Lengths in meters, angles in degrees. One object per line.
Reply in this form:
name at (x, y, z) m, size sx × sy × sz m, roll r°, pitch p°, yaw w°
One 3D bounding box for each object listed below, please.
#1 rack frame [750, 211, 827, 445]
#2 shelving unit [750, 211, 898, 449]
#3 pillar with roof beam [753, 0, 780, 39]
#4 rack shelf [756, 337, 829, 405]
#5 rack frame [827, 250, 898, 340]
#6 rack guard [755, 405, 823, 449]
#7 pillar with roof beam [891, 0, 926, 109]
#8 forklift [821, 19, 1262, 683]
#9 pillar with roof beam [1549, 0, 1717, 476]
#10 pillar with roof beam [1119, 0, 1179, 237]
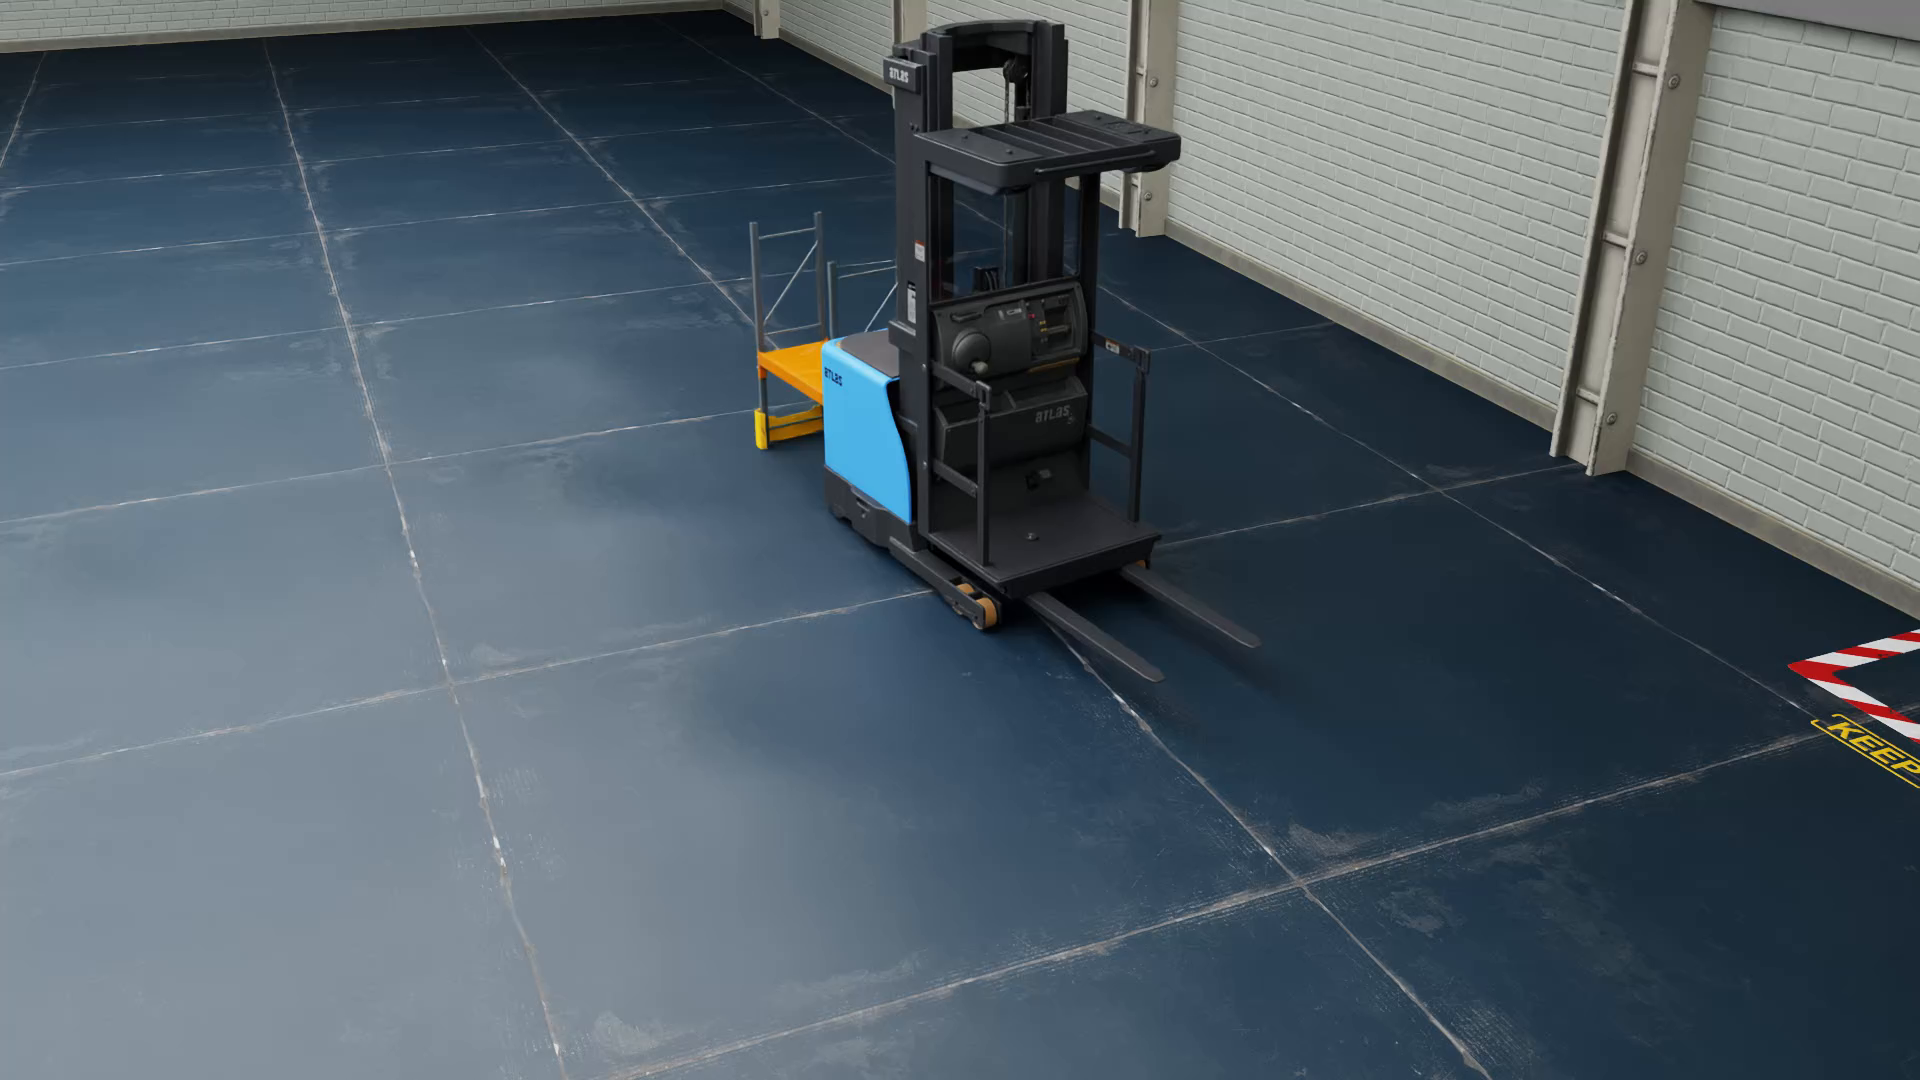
rack frame at (-1.098, -1.363, 10.833) m, size 0.500 × 1.500 × 0.032 m, roll -16°, pitch 30°, yaw -29°
shelving unit at (-0.819, -1.172, 10.441) m, size 0.587 × 1.500 × 1.083 m, roll -16°, pitch 30°, yaw -29°
pillar with roof beam at (-6.930, -11.082, 22.191) m, size 9.100 × 9.000 × 0.400 m, roll -11°, pitch 28°, yaw -21°
rack shelf at (-0.824, -1.014, 10.527) m, size 0.538 × 0.185 × 1.000 m, roll -16°, pitch 30°, yaw -29°
rack frame at (-0.549, -0.988, 10.064) m, size 0.500 × 1.500 × 0.032 m, roll -16°, pitch 30°, yaw -29°
rack guard at (-1.087, -0.795, 11.092) m, size 0.587 × 0.250 × 0.087 m, roll -16°, pitch 30°, yaw -29°
pillar with roof beam at (-4.581, -8.660, 17.230) m, size 9.100 × 9.000 × 0.400 m, roll -11°, pitch 28°, yaw -21°
forklift at (0.393, -1.080, 8.622) m, size 1.130 × 2.935 × 3.031 m, roll -16°, pitch 30°, yaw -29°
pillar with roof beam at (0.119, -3.815, 7.308) m, size 9.100 × 9.000 × 0.400 m, roll -11°, pitch 28°, yaw -21°
pillar with roof beam at (-2.231, -6.238, 12.269) m, size 9.100 × 9.000 × 0.400 m, roll -11°, pitch 28°, yaw -21°
